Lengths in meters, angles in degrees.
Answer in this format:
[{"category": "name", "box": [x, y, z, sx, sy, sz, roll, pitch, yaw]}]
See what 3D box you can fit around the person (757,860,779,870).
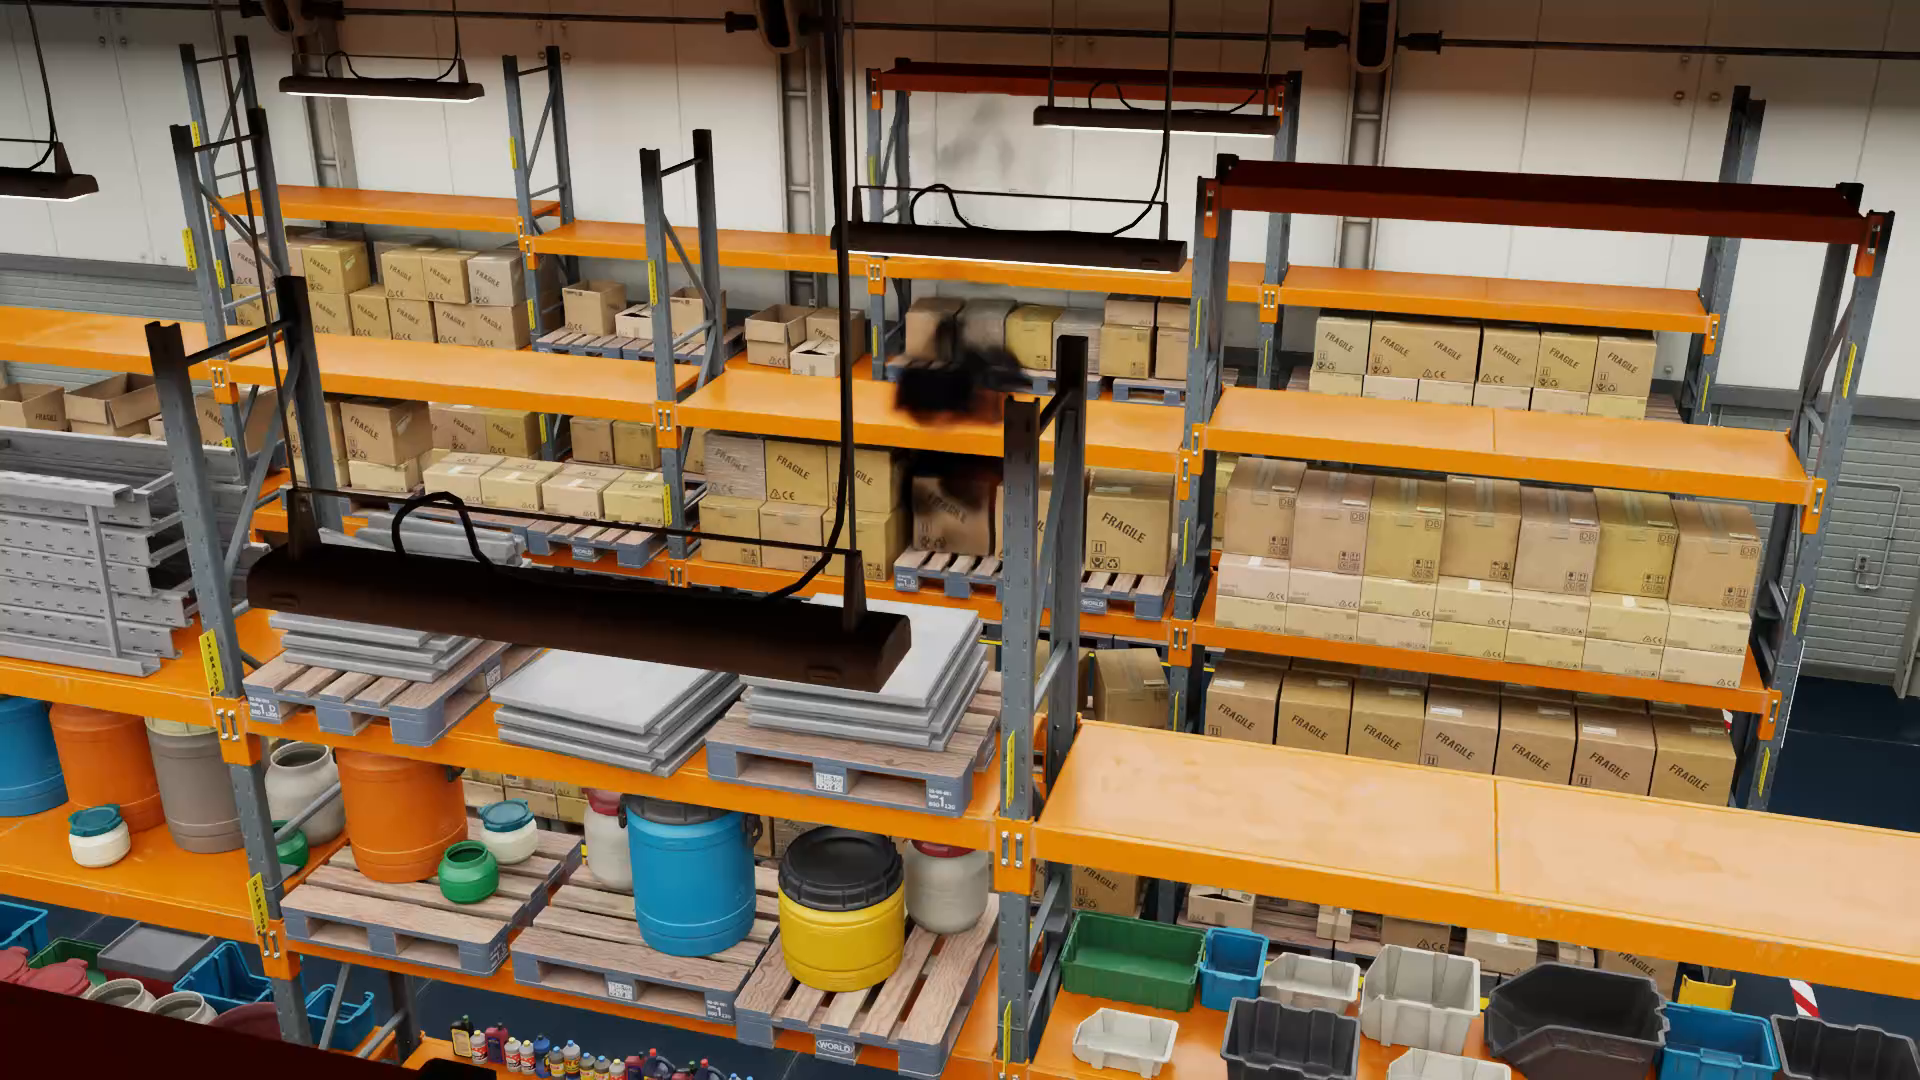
[{"category": "person", "box": [-1.240, 2.925, 11.735, 0.533, 1.558, 0.552, 4, 23, 9]}]
